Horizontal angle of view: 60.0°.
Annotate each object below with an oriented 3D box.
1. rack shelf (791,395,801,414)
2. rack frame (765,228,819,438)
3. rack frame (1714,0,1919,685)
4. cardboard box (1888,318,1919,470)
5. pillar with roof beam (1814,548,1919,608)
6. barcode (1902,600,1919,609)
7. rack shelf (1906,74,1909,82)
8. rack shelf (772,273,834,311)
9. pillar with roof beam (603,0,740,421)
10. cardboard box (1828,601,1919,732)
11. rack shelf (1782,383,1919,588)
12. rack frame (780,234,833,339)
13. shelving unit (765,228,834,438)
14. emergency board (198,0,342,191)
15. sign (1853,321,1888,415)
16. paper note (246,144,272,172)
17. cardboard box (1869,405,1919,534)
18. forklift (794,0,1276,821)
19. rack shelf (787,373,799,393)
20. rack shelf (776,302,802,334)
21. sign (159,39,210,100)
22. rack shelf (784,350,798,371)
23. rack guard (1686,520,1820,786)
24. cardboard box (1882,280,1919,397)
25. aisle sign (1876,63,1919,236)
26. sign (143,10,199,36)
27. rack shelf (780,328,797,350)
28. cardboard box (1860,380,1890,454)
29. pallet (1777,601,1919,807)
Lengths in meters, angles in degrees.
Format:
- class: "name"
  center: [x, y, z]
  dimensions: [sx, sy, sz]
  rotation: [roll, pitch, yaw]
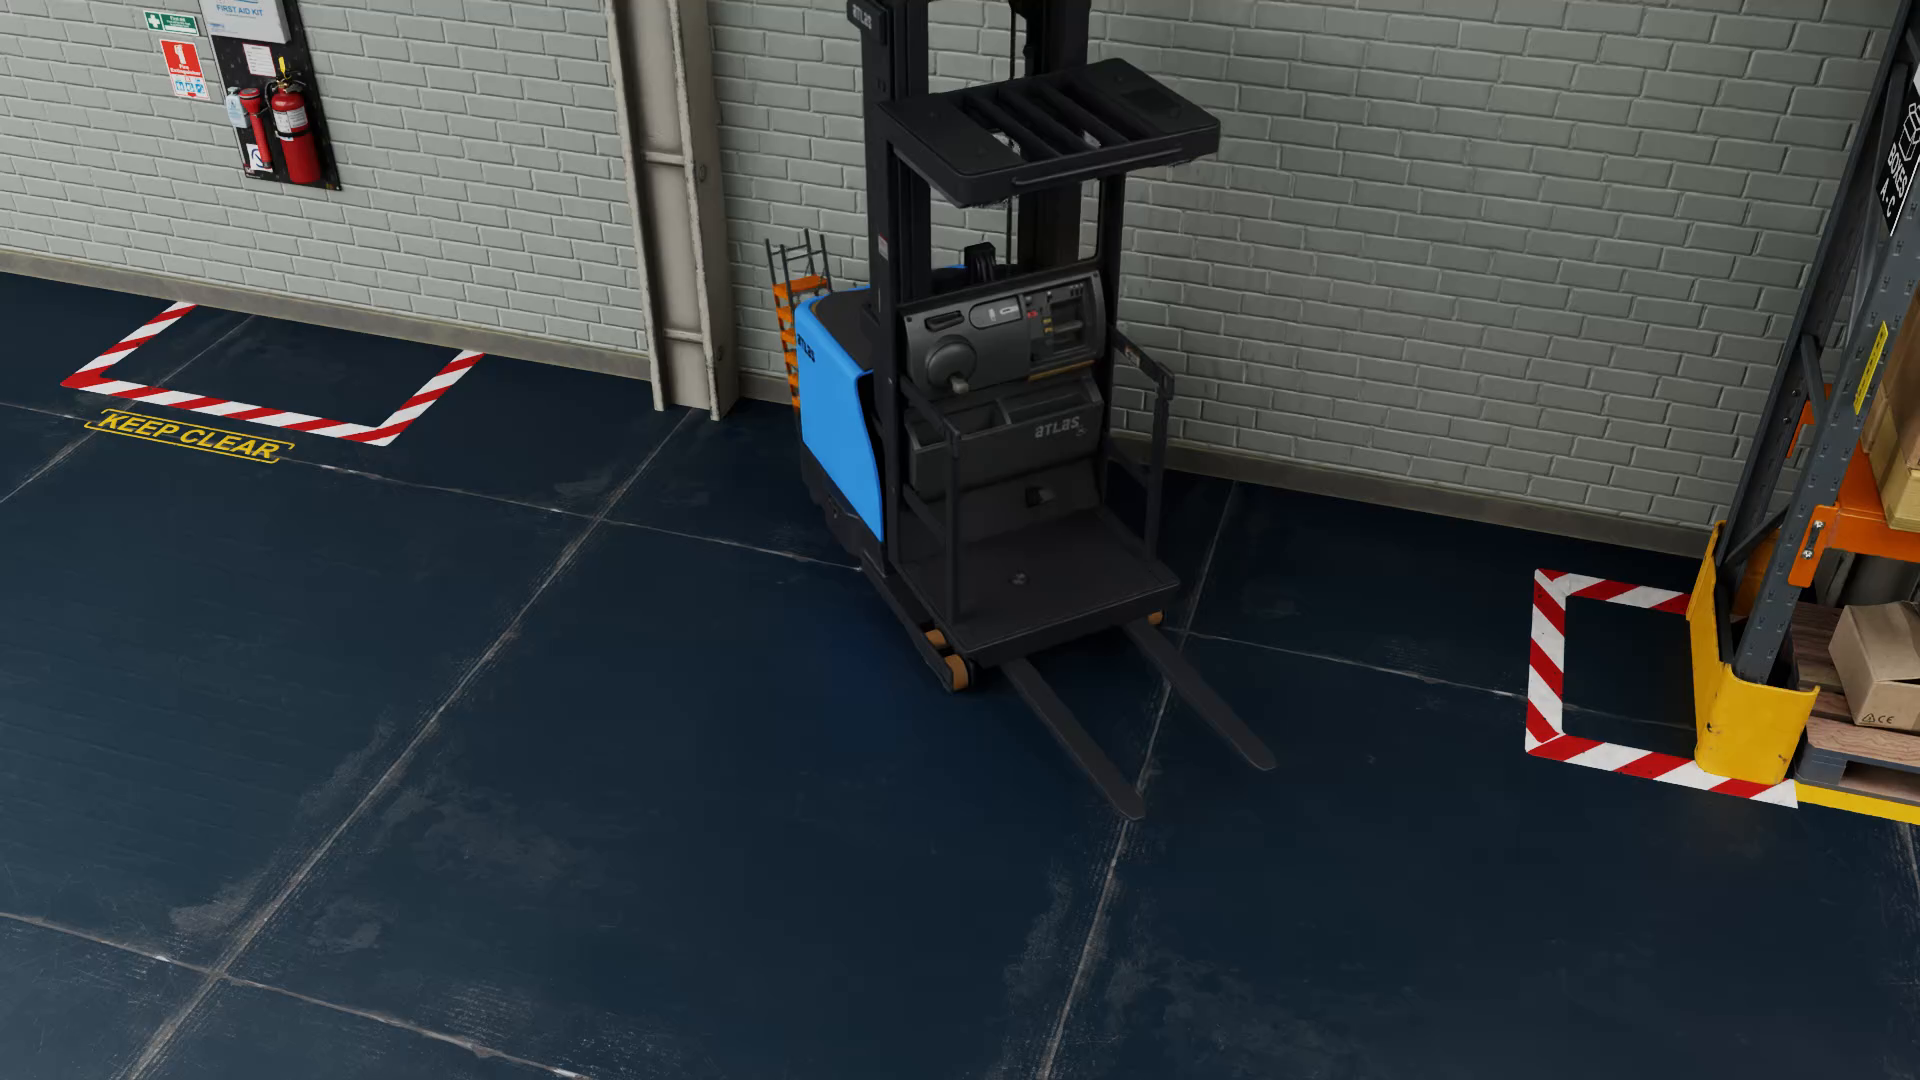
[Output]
- class: "rack shelf"
  center: [-0.722, -0.715, 8.666]
  dimensions: [0.258, 0.103, 0.180]
  rotation: [-19, 27, -24]
- class: "rack frame"
  center: [-0.802, -1.000, 8.623]
  dimensions: [0.240, 1.200, 0.006]
  rotation: [-19, 27, -24]
- class: "rack frame"
  center: [3.338, -0.558, 6.478]
  dimensions: [0.127, 3.000, 1.000]
  rotation: [10, 38, 14]
- class: "cardboard box"
  center: [3.704, -0.553, 5.948]
  dimensions: [0.500, 0.500, 0.500]
  rotation: [11, 38, 14]
- class: "pillar with roof beam"
  center: [2.981, -0.904, 1.887]
  dimensions: [0.400, 9.000, 9.100]
  rotation: [10, 38, 14]
- class: "barcode"
  center: [4.108, 0.294, 7.209]
  dimensions: [0.075, 0.075, 0.001]
  rotation: [10, 38, 14]
- class: "rack shelf"
  center: [5.247, -1.123, 5.321]
  dimensions: [4.000, 0.370, 1.077]
  rotation: [10, 38, 14]
- class: "rack shelf"
  center: [-0.795, -1.257, 8.418]
  dimensions: [0.258, 0.103, 0.180]
  rotation: [-19, 27, -24]
- class: "pillar with roof beam"
  center: [-2.746, -1.965, 3.328]
  dimensions: [0.400, 9.000, 9.100]
  rotation: [10, 38, 14]
- class: "cardboard box"
  center: [3.972, 0.521, 6.909]
  dimensions: [0.500, 0.311, 0.500]
  rotation: [6, 37, 9]
- class: "rack shelf"
  center: [5.247, 0.085, 6.211]
  dimensions: [4.000, 0.370, 1.077]
  rotation: [10, 38, 14]
- class: "rack frame"
  center: [-0.711, -0.944, 8.474]
  dimensions: [0.240, 1.200, 0.006]
  rotation: [-19, 27, -24]
- class: "shelving unit"
  center: [-0.757, -0.972, 8.549]
  dimensions: [0.258, 1.200, 0.189]
  rotation: [-19, 27, -24]
- class: "emergency board"
  center: [-3.810, -2.443, 9.038]
  dimensions: [0.643, 1.169, 0.194]
  rotation: [10, 38, 14]
- class: "sign"
  center: [3.177, -0.600, 5.804]
  dimensions: [0.005, 0.325, 0.100]
  rotation: [10, 38, 14]
- class: "paper note"
  center: [-3.958, -2.158, 9.395]
  dimensions: [0.142, 0.148, 0.016]
  rotation: [10, 38, 14]
- class: "cardboard box"
  center: [3.709, -0.240, 6.155]
  dimensions: [0.500, 0.250, 0.500]
  rotation: [9, 37, 13]
- class: "forklift"
  center: [0.293, -0.812, 6.880]
  dimensions: [1.130, 2.935, 3.031]
  rotation: [-16, 39, -21]
- class: "rack shelf"
  center: [-0.737, -0.824, 8.616]
  dimensions: [0.258, 0.103, 0.180]
  rotation: [-19, 27, -24]
- class: "rack shelf"
  center: [-0.780, -1.149, 8.468]
  dimensions: [0.258, 0.103, 0.180]
  rotation: [-19, 27, -24]
- class: "sign"
  center: [-4.307, -2.613, 9.240]
  dimensions: [0.234, 0.329, 0.001]
  rotation: [10, 38, 14]
- class: "rack shelf"
  center: [-0.751, -0.932, 8.567]
  dimensions: [0.258, 0.103, 0.180]
  rotation: [-19, 27, -24]
- class: "rack guard"
  center: [3.411, 0.462, 7.200]
  dimensions: [0.348, 0.500, 1.175]
  rotation: [10, 38, 14]
- class: "cardboard box"
  center: [3.852, -0.845, 6.344]
  dimensions: [0.500, 0.500, 0.500]
  rotation: [10, 38, 13]
- class: "aisle sign"
  center: [3.180, -1.448, 5.494]
  dimensions: [0.004, 0.787, 0.394]
  rotation: [10, 38, 14]
- class: "sign"
  center: [-4.305, -2.821, 9.075]
  dimensions: [0.331, 0.109, 0.001]
  rotation: [10, 38, 14]
- class: "rack shelf"
  center: [-0.766, -1.040, 8.517]
  dimensions: [0.258, 0.103, 0.180]
  rotation: [-19, 27, -24]
- class: "cardboard box"
  center: [3.842, -0.533, 6.553]
  dimensions: [0.500, 0.250, 0.500]
  rotation: [11, 38, 15]
- class: "pallet"
  center: [4.176, 0.742, 7.064]
  dimensions: [1.213, 0.211, 1.003]
  rotation: [10, 38, 14]
